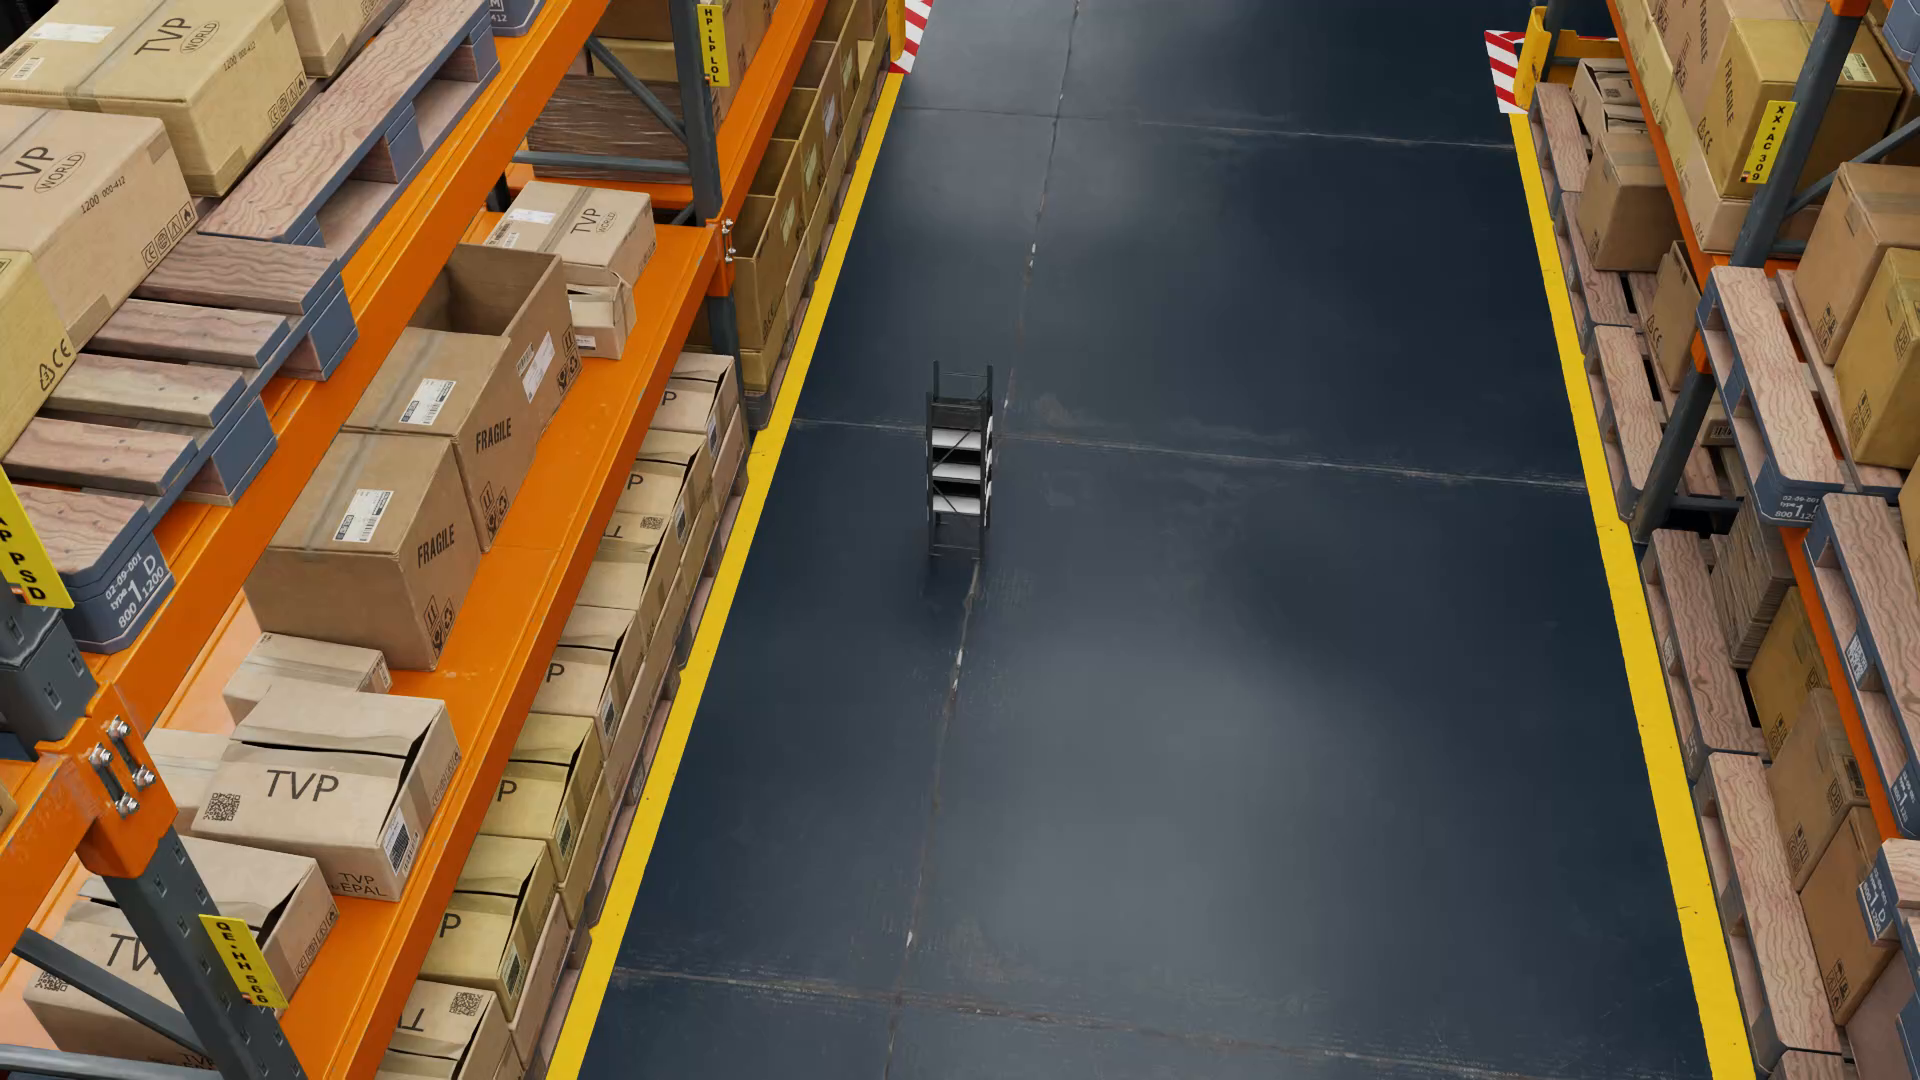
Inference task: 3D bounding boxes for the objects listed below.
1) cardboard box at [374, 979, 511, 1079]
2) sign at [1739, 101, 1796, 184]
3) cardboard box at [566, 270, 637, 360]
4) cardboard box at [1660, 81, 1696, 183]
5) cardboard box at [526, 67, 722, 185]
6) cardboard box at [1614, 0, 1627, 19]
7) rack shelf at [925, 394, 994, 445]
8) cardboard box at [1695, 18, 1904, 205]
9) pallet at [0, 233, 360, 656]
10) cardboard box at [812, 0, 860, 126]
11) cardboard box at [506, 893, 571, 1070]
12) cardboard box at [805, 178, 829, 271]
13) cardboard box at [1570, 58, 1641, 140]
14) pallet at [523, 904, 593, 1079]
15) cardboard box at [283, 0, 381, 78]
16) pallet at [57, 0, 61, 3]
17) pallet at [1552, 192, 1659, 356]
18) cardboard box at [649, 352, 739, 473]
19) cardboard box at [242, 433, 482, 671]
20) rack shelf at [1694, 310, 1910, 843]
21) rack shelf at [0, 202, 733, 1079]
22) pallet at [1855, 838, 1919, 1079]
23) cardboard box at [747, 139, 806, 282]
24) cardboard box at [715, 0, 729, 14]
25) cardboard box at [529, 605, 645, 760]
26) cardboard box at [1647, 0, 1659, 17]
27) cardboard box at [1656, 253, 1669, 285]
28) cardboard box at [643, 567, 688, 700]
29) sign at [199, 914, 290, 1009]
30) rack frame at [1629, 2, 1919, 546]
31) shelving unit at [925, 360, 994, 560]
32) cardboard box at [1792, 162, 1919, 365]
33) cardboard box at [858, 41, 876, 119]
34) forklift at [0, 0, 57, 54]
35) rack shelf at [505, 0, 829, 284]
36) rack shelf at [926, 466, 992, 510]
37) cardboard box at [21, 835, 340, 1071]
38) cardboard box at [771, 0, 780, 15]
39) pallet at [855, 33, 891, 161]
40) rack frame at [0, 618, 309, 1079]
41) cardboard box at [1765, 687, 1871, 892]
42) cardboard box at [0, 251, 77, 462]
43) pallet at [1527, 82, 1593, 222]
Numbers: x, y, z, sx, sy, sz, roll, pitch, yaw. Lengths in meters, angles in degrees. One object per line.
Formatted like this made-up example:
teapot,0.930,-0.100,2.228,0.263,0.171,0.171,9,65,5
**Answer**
cardboard box,-1.640,1.524,4.767,0.500,0.311,0.500,7,44,7
sign,2.900,-1.425,5.965,0.100,0.325,0.005,5,44,6
cardboard box,-1.406,-0.849,6.085,0.396,0.266,0.258,4,44,4
cardboard box,3.275,-1.708,6.989,0.500,0.250,0.500,5,44,6
cardboard box,-1.419,-1.853,6.975,0.700,0.500,0.500,4,44,4
cardboard box,3.461,-2.739,8.078,0.500,0.250,0.500,5,44,5
rack shelf,-0.001,-0.493,6.794,0.258,0.077,0.200,5,44,6
cardboard box,3.195,-1.641,6.373,0.500,0.500,0.500,5,44,5
pallet,-1.999,-0.279,3.341,1.213,0.211,1.003,7,44,7
cardboard box,-0.837,-2.591,8.976,0.500,0.500,0.500,5,44,6
cardboard box,-1.575,1.385,5.322,0.500,0.250,0.500,4,44,4
cardboard box,-0.968,-1.637,8.514,0.500,0.250,0.500,5,44,6
cardboard box,3.787,-2.512,9.379,0.500,0.311,0.500,1,43,1
pallet,-1.853,1.667,5.358,1.003,0.211,1.213,5,44,6
cardboard box,-1.785,-1.404,4.195,0.500,0.250,0.500,2,43,2
pallet,-5.928,-3.071,10.362,1.003,0.211,1.213,5,44,6
pallet,3.652,-1.348,8.543,1.003,0.211,1.213,5,44,6
cardboard box,-1.241,-0.569,6.978,0.500,0.311,0.500,5,44,6
cardboard box,-1.795,0.031,4.985,0.500,0.500,0.500,3,44,3
rack shelf,3.175,0.558,5.024,1.077,0.370,4.000,5,44,6
rack shelf,-1.736,0.110,5.497,1.077,0.370,4.000,5,44,6
pallet,2.899,1.234,3.926,1.213,0.211,1.003,5,44,6
cardboard box,-1.042,-1.569,7.897,0.500,0.500,0.500,5,44,6
cardboard box,-1.179,-2.298,6.973,0.380,0.149,0.250,4,44,4
cardboard box,-1.442,0.468,5.883,0.500,0.311,0.500,5,44,5
cardboard box,3.401,-2.679,7.469,0.500,0.500,0.500,6,44,7
cardboard box,3.670,-1.279,8.195,0.380,0.149,0.250,2,43,2
cardboard box,-1.375,0.334,6.432,0.500,0.250,0.500,6,44,6
sign,-1.461,0.863,3.394,0.100,0.325,0.005,5,44,6
rack frame,3.439,-1.066,6.216,1.000,3.000,0.127,5,44,6
shelving unit,-0.001,-0.321,6.957,0.258,0.900,0.210,5,44,6
cardboard box,3.338,-0.918,5.668,0.700,0.500,0.500,5,44,6
cardboard box,-0.775,-2.660,9.594,0.500,0.250,0.500,5,44,6
forklift,-4.185,-1.392,6.611,3.031,2.935,1.130,-13,45,-14
rack shelf,-1.207,-2.616,8.376,1.077,0.370,4.000,5,44,6
rack shelf,-0.001,-0.232,7.042,0.258,0.077,0.200,5,44,6
cardboard box,-1.909,1.001,4.098,0.500,0.311,0.500,8,44,8
cardboard box,-1.219,-2.904,8.085,0.700,0.500,0.500,6,44,7
pallet,-1.002,-2.702,9.973,1.003,0.211,1.213,5,44,6
rack frame,-2.001,1.212,3.810,1.000,3.000,0.127,5,44,6
cardboard box,3.232,0.886,5.653,0.700,0.500,0.500,6,44,6
cardboard box,-1.996,-0.289,3.018,0.500,0.250,0.500,2,43,2
pallet,3.815,-2.177,9.418,1.003,0.211,1.213,5,44,6
